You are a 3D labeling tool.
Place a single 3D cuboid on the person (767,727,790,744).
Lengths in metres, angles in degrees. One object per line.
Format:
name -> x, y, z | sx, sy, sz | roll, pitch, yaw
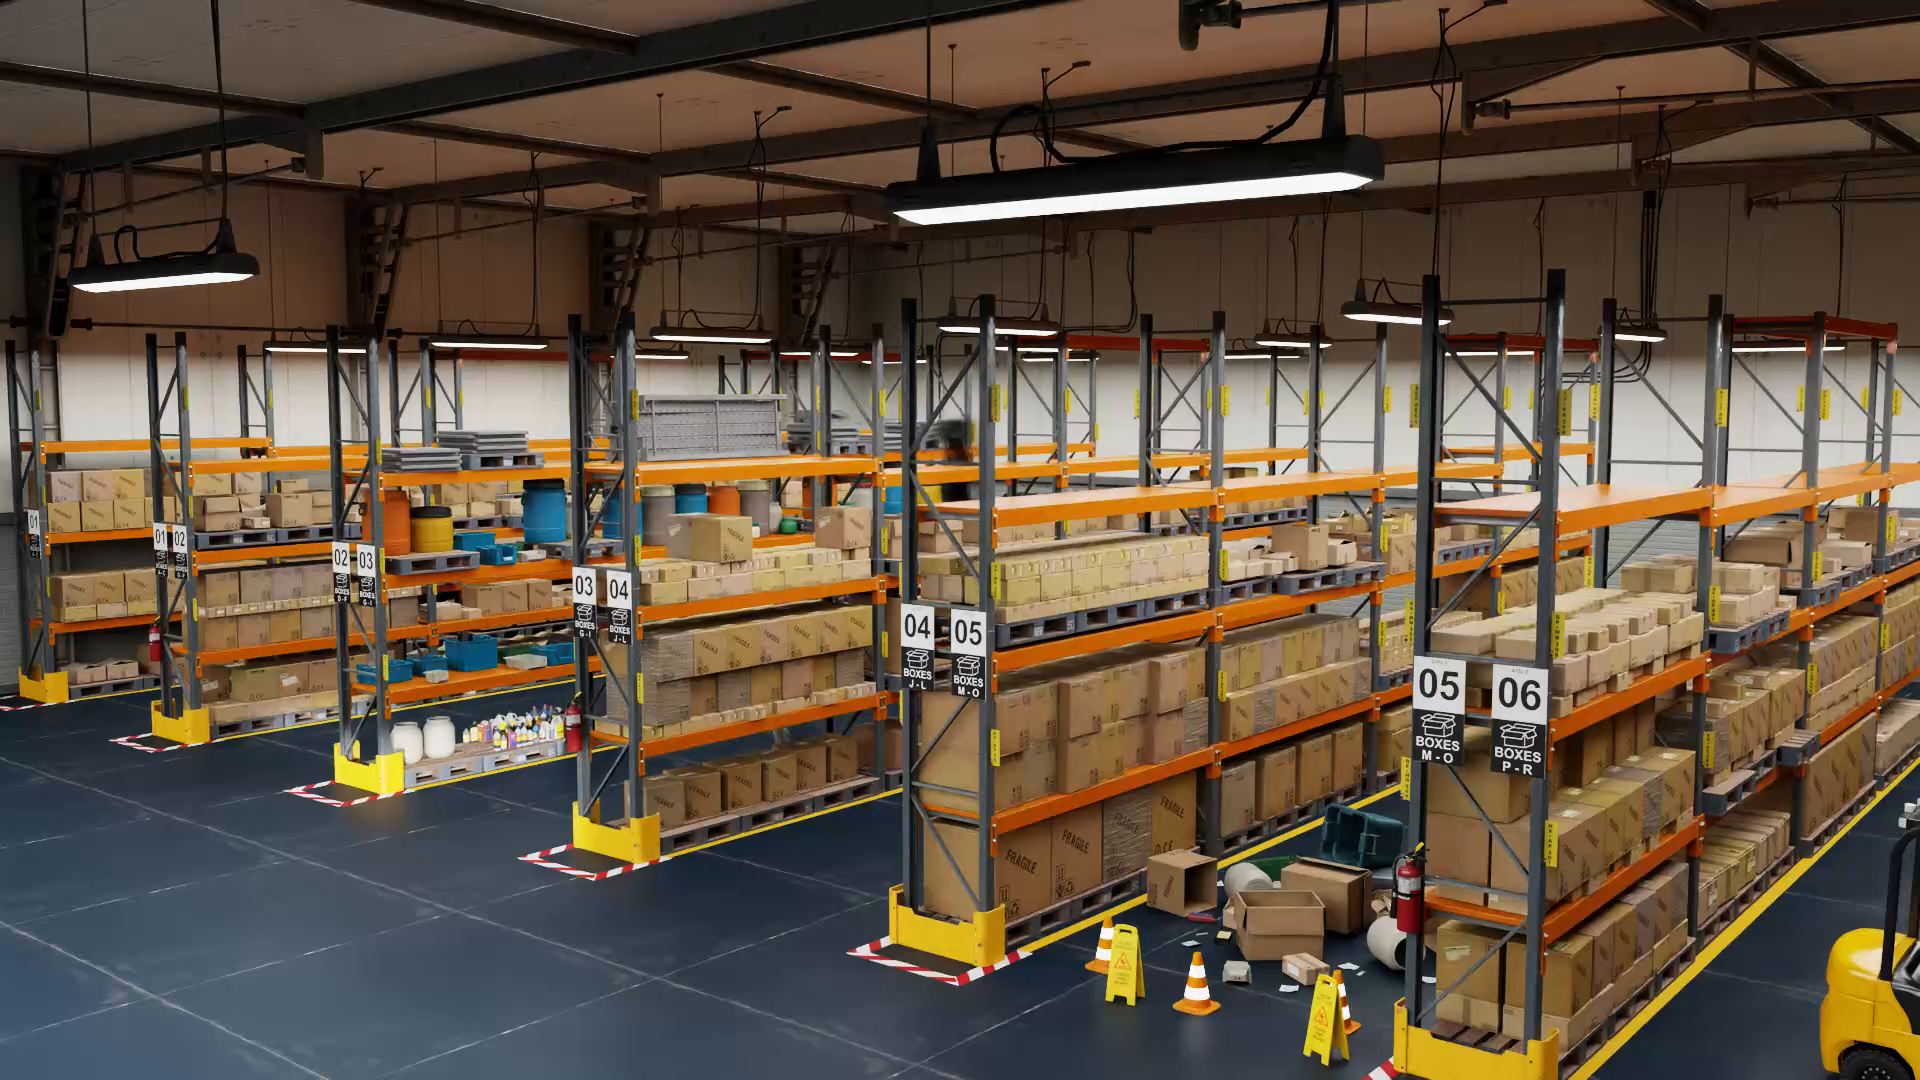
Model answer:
person -> -2.539, 2.270, 23.420 | 0.604, 1.615, 0.716 | 2, 6, 25
